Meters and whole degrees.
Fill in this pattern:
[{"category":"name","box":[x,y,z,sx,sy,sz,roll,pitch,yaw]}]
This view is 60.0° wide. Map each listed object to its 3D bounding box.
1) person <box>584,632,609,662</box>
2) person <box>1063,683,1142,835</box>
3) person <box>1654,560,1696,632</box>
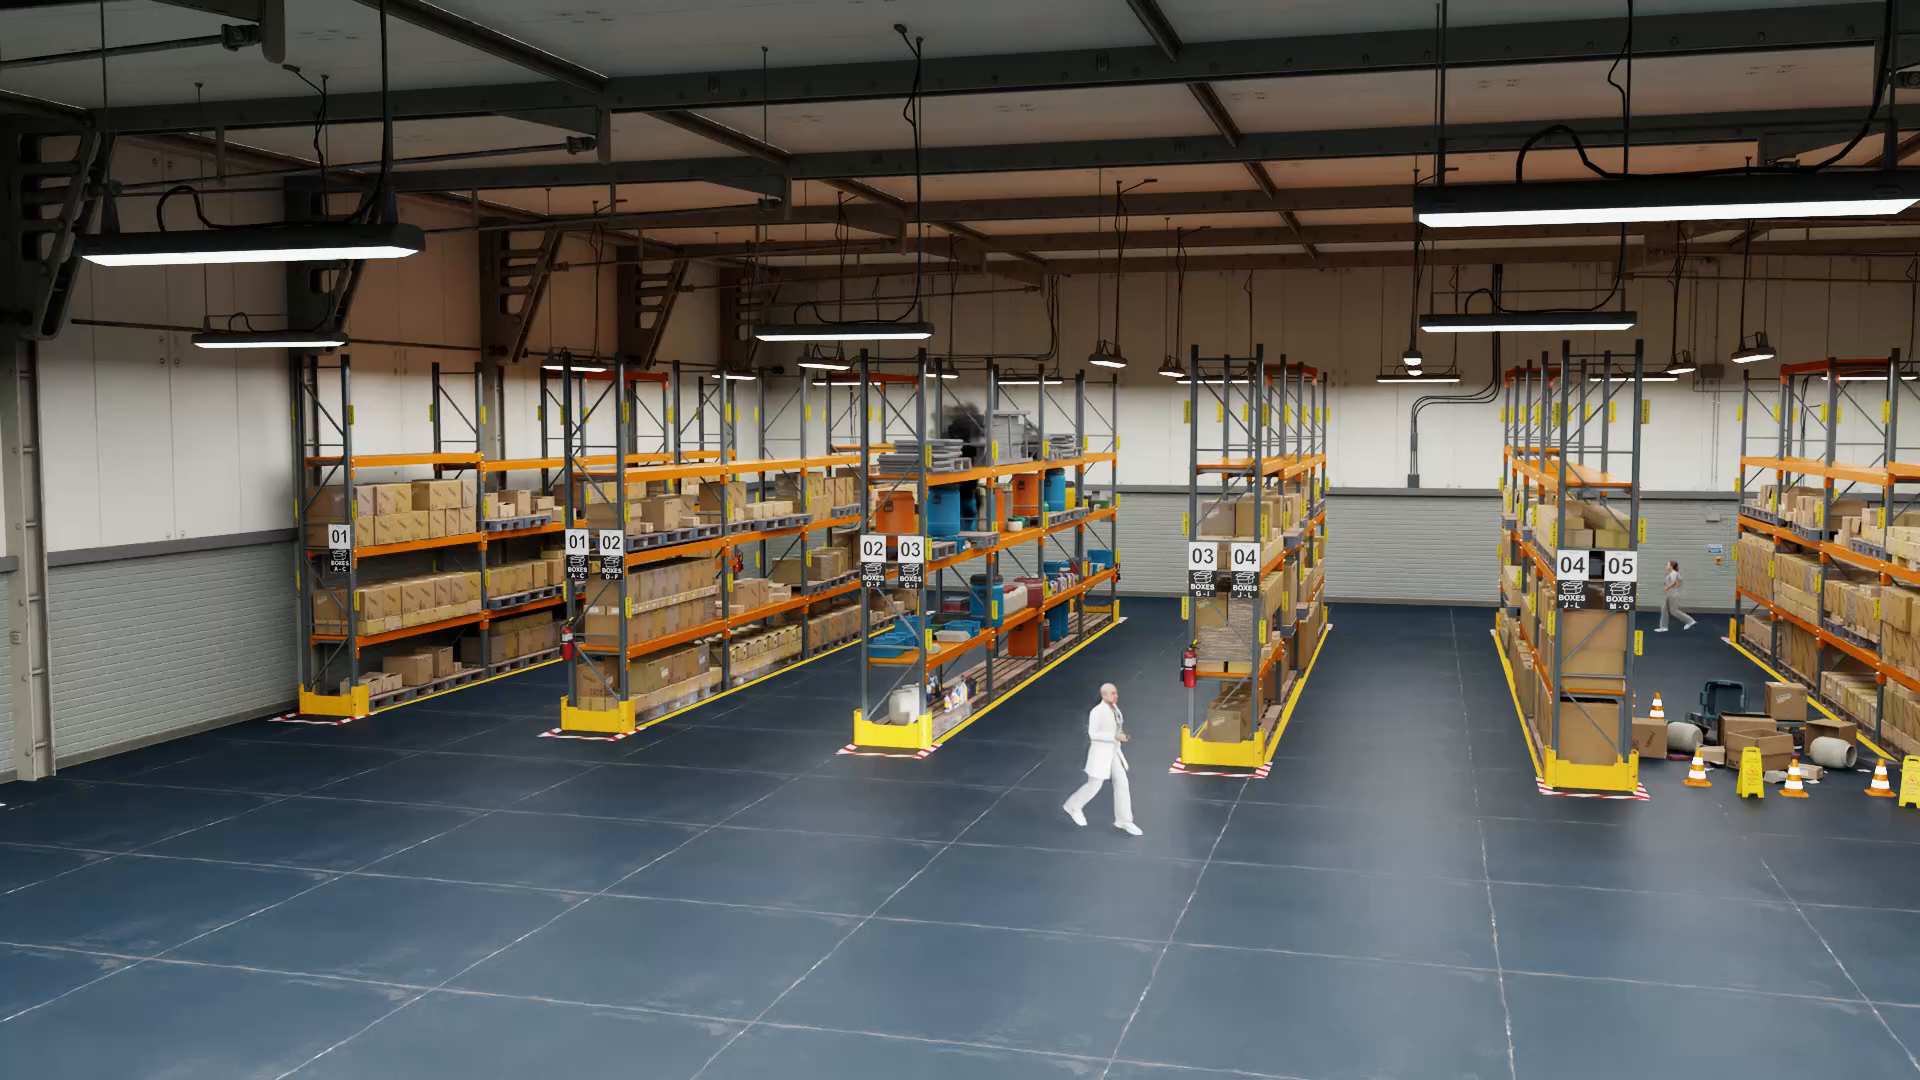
[{"category":"person","box":[-6.702,1.798,31.209,0.662,1.739,0.599,1,4,7]},{"category":"person","box":[1.712,2.602,19.976,1.041,1.790,0.673,4,6,40]},{"category":"person","box":[16.404,1.305,38.118,0.876,1.676,0.577,2,5,25]}]
